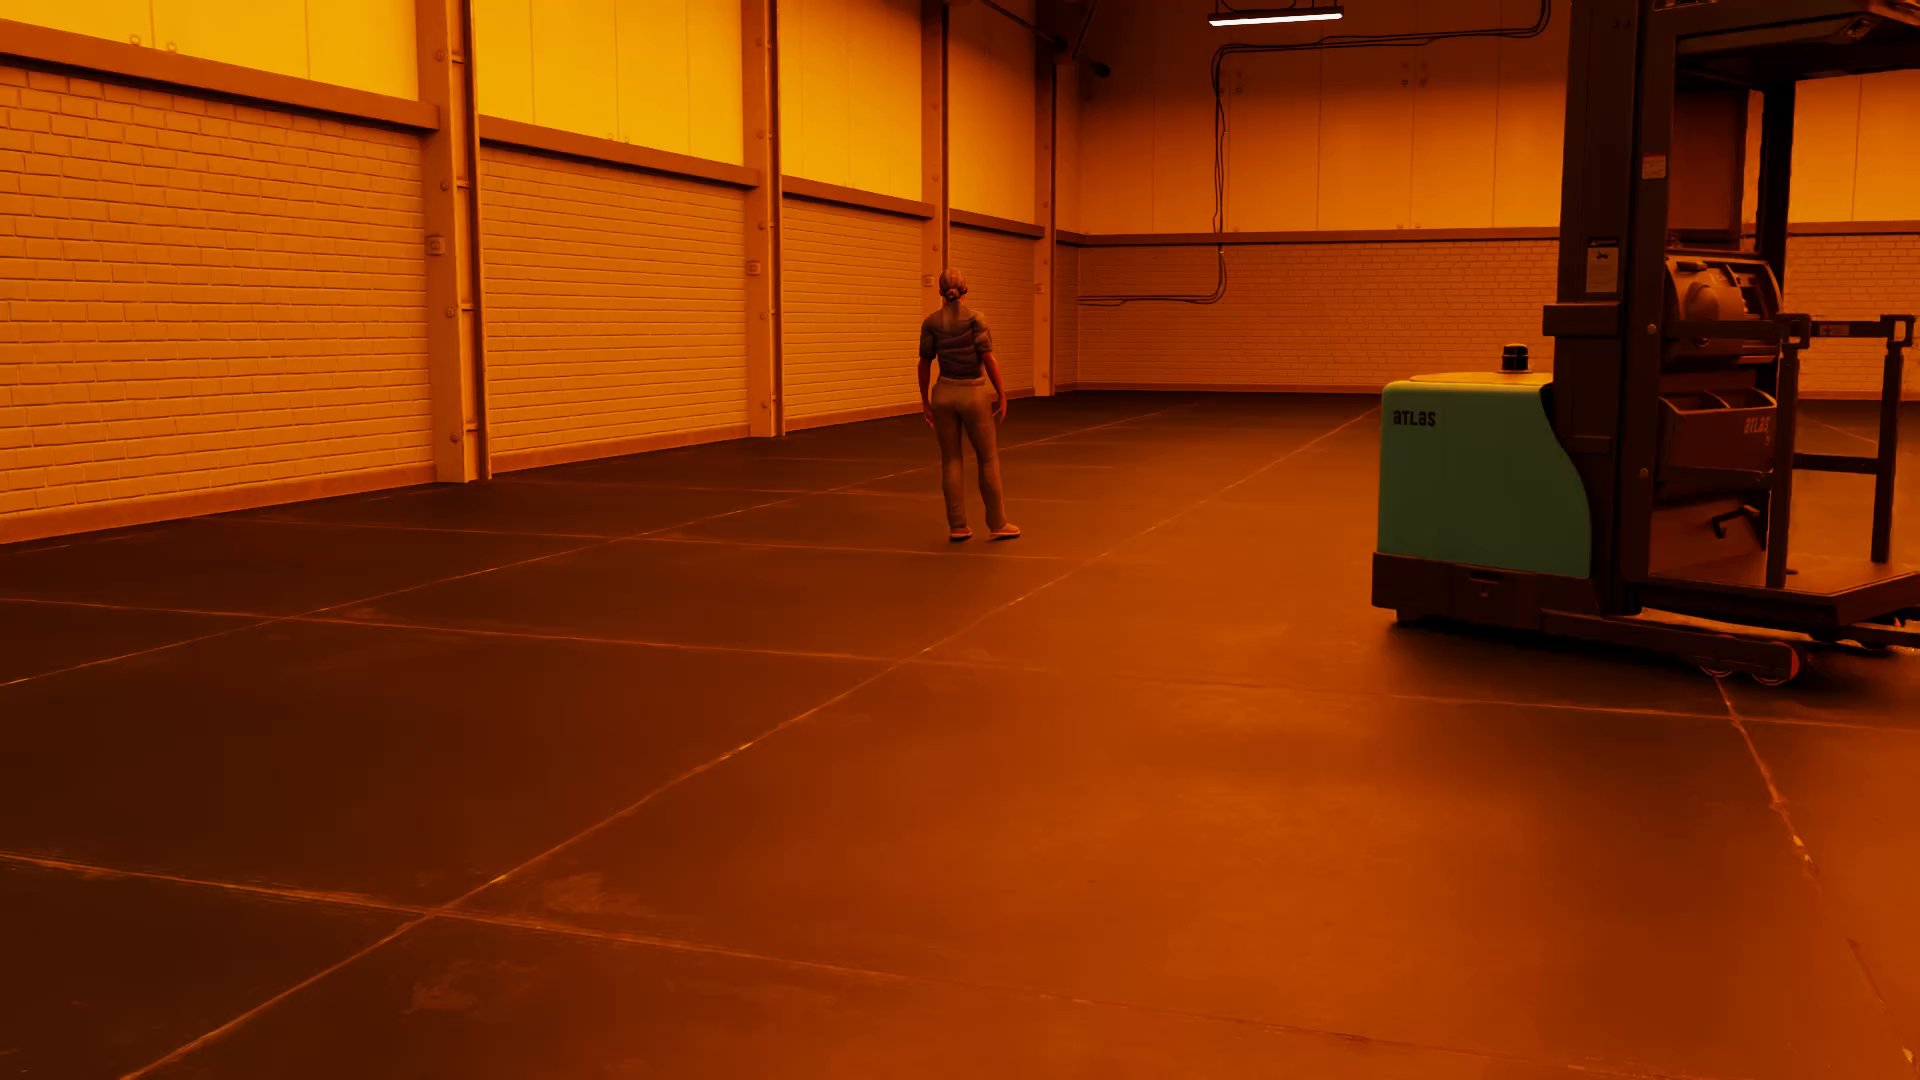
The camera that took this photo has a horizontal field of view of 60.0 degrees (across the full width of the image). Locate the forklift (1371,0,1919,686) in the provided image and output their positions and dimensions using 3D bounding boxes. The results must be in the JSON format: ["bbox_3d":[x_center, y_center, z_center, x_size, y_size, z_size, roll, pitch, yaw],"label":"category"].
[{"bbox_3d":[3.198,-0.989,6.504,1.130,2.935,3.031,-6,10,-41],"label":"forklift"}]

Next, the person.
[{"bbox_3d":[0.047,-0.837,10.242,0.569,1.654,0.504,3,8,19],"label":"person"}]
